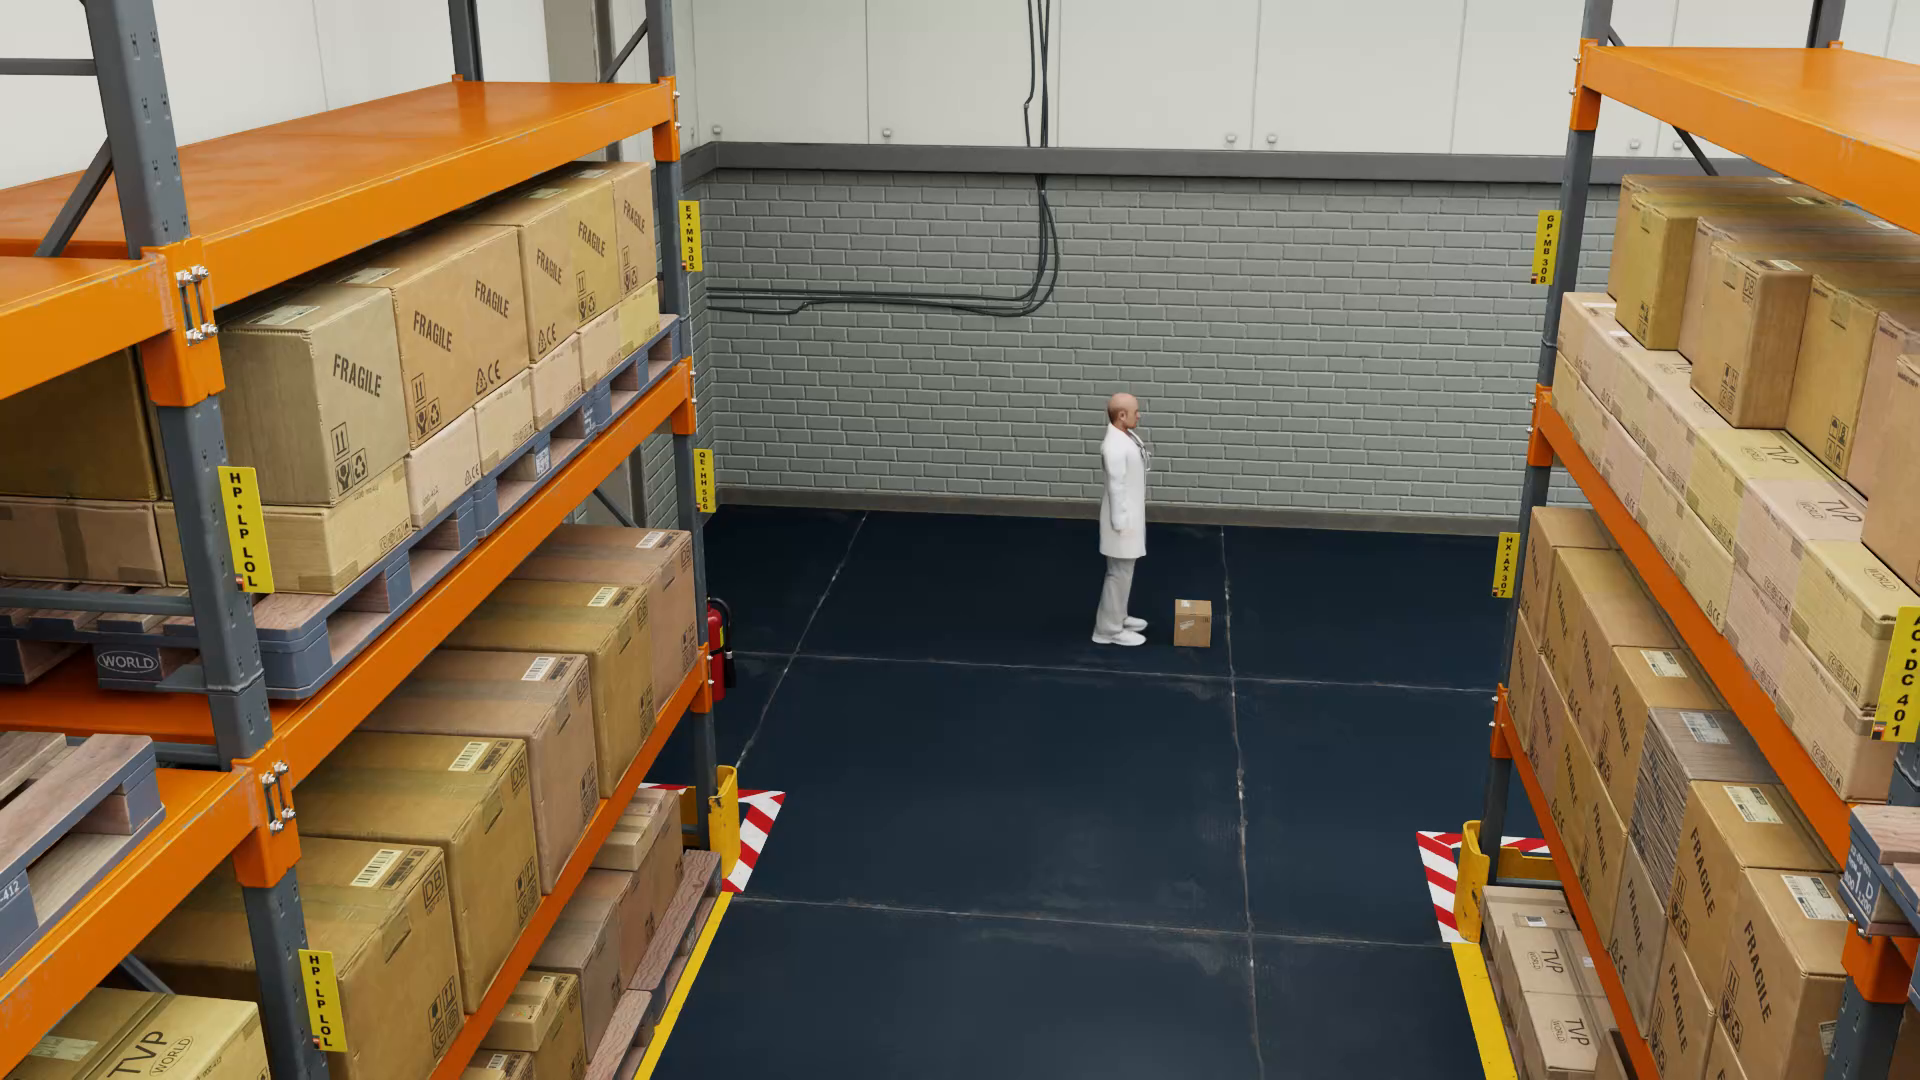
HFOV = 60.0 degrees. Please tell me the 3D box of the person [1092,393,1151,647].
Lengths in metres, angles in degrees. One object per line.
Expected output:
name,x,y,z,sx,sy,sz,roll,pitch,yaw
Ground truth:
person,1.138,-0.156,11.514,0.379,1.777,0.562,3,21,8
